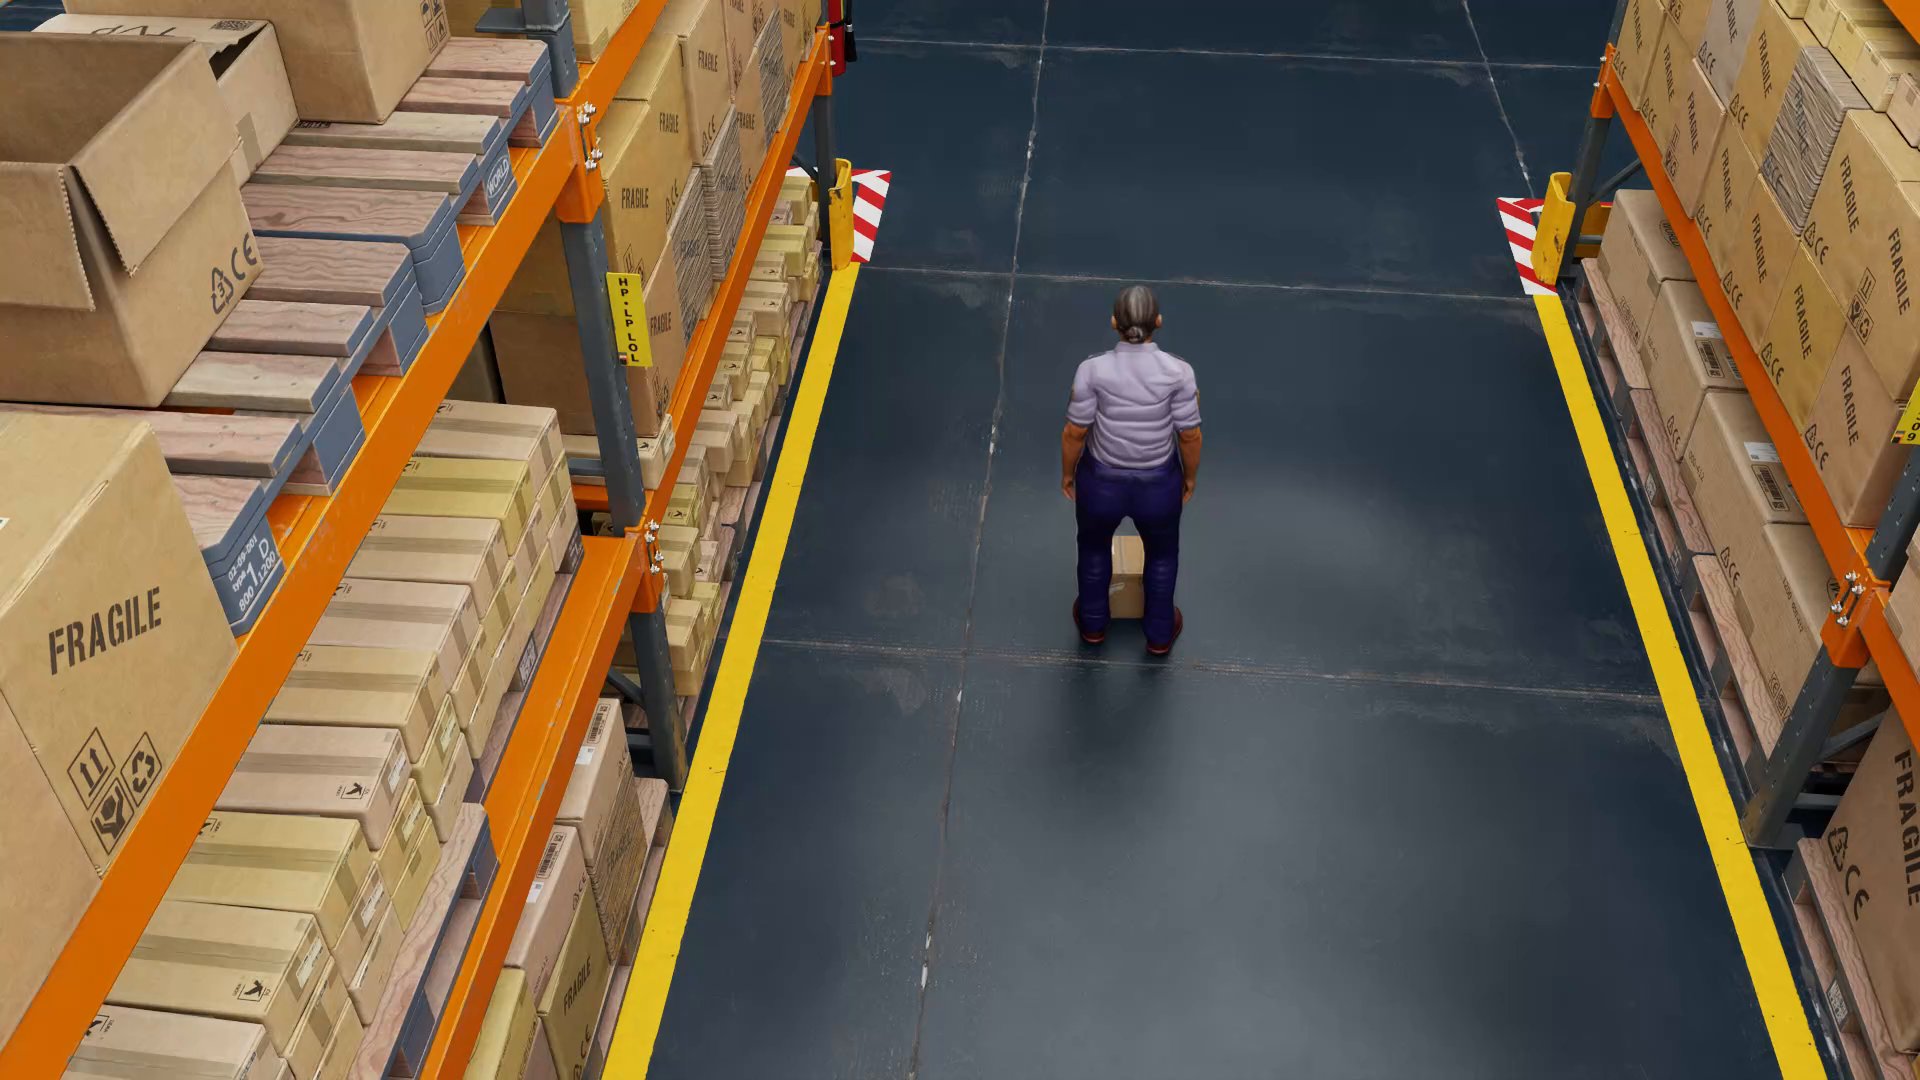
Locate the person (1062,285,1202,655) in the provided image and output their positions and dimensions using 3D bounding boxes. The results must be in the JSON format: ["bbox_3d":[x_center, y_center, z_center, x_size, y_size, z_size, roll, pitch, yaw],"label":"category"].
[{"bbox_3d":[0.662,-0.239,6.445,0.545,1.651,0.414,3,40,3],"label":"person"}]
